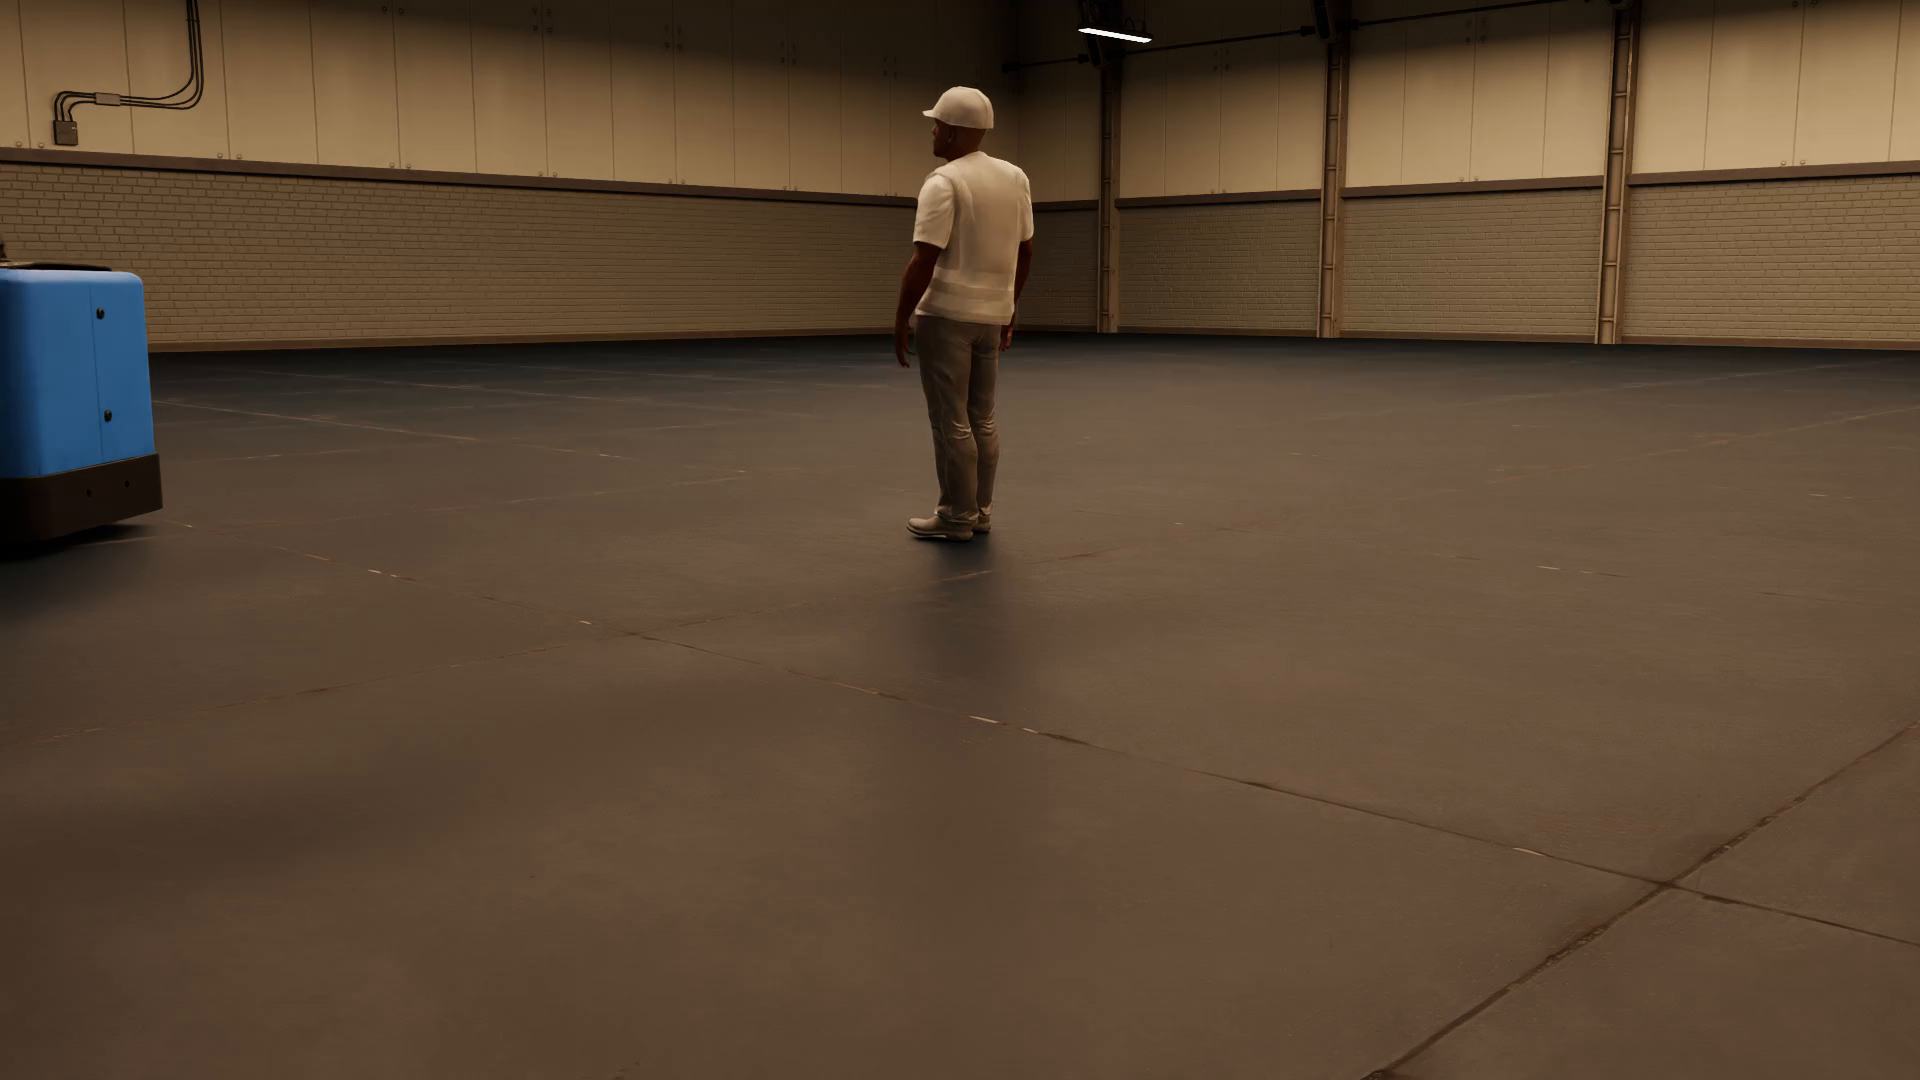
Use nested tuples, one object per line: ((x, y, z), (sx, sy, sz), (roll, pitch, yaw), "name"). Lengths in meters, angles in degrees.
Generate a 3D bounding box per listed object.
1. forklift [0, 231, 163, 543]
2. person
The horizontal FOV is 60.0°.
((-4.929, -1.446, 6.479), (3.031, 2.935, 1.130), (0, 9, 0), "forklift")
((-0.046, -0.888, 6.637), (0.577, 1.765, 0.666), (8, 12, 43), "person")
